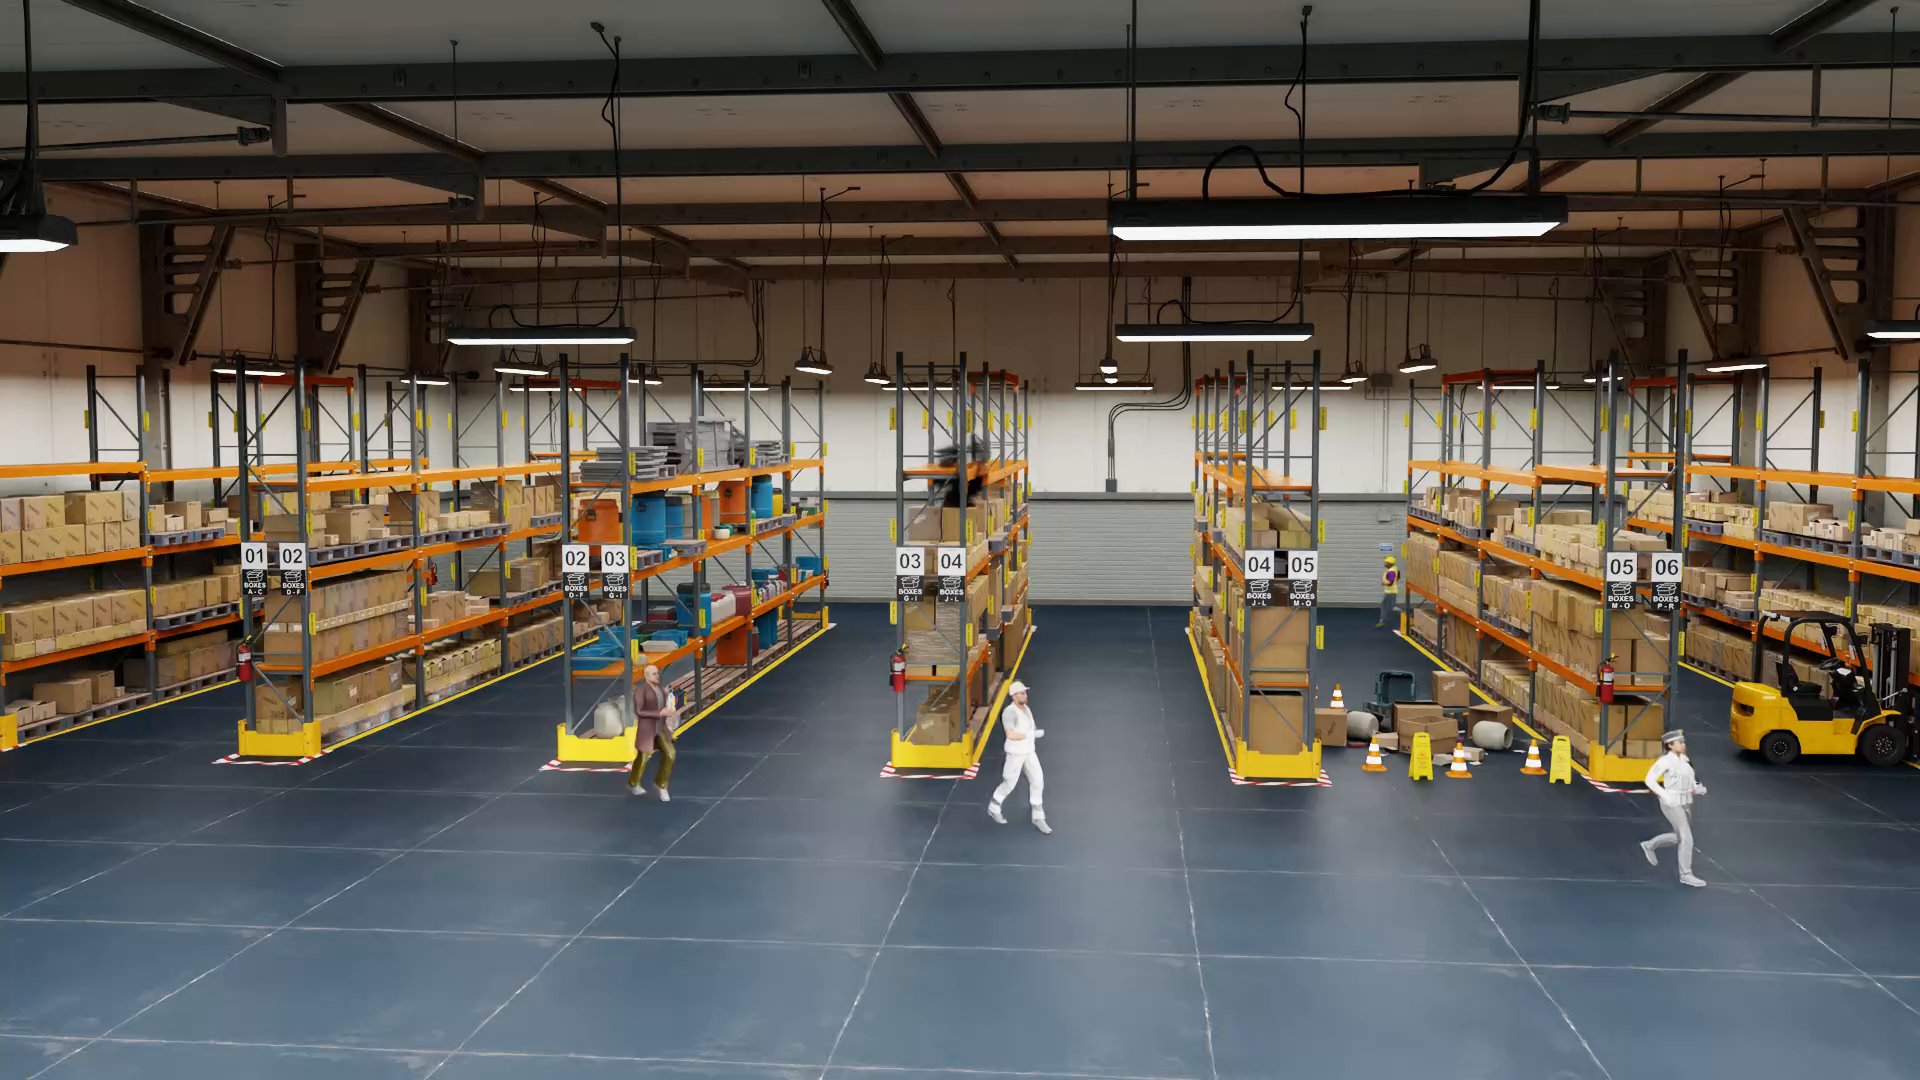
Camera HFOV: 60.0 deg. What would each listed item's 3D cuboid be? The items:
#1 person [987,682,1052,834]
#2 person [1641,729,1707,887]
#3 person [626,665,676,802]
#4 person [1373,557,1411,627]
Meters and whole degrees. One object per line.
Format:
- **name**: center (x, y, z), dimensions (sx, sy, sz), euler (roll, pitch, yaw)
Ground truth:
- **person**: center (0.723, 2.644, 20.367), dimensions (0.862, 1.835, 0.653), euler (3, 5, 38)
- **person**: center (7.776, 2.878, 18.115), dimensions (0.626, 1.665, 0.804), euler (-3, 5, -35)
- **person**: center (-4.077, 2.560, 21.992), dimensions (0.907, 1.835, 0.667), euler (3, 5, 39)
- **person**: center (10.492, 1.278, 40.388), dimensions (0.900, 1.758, 0.735), euler (1, 4, 17)
